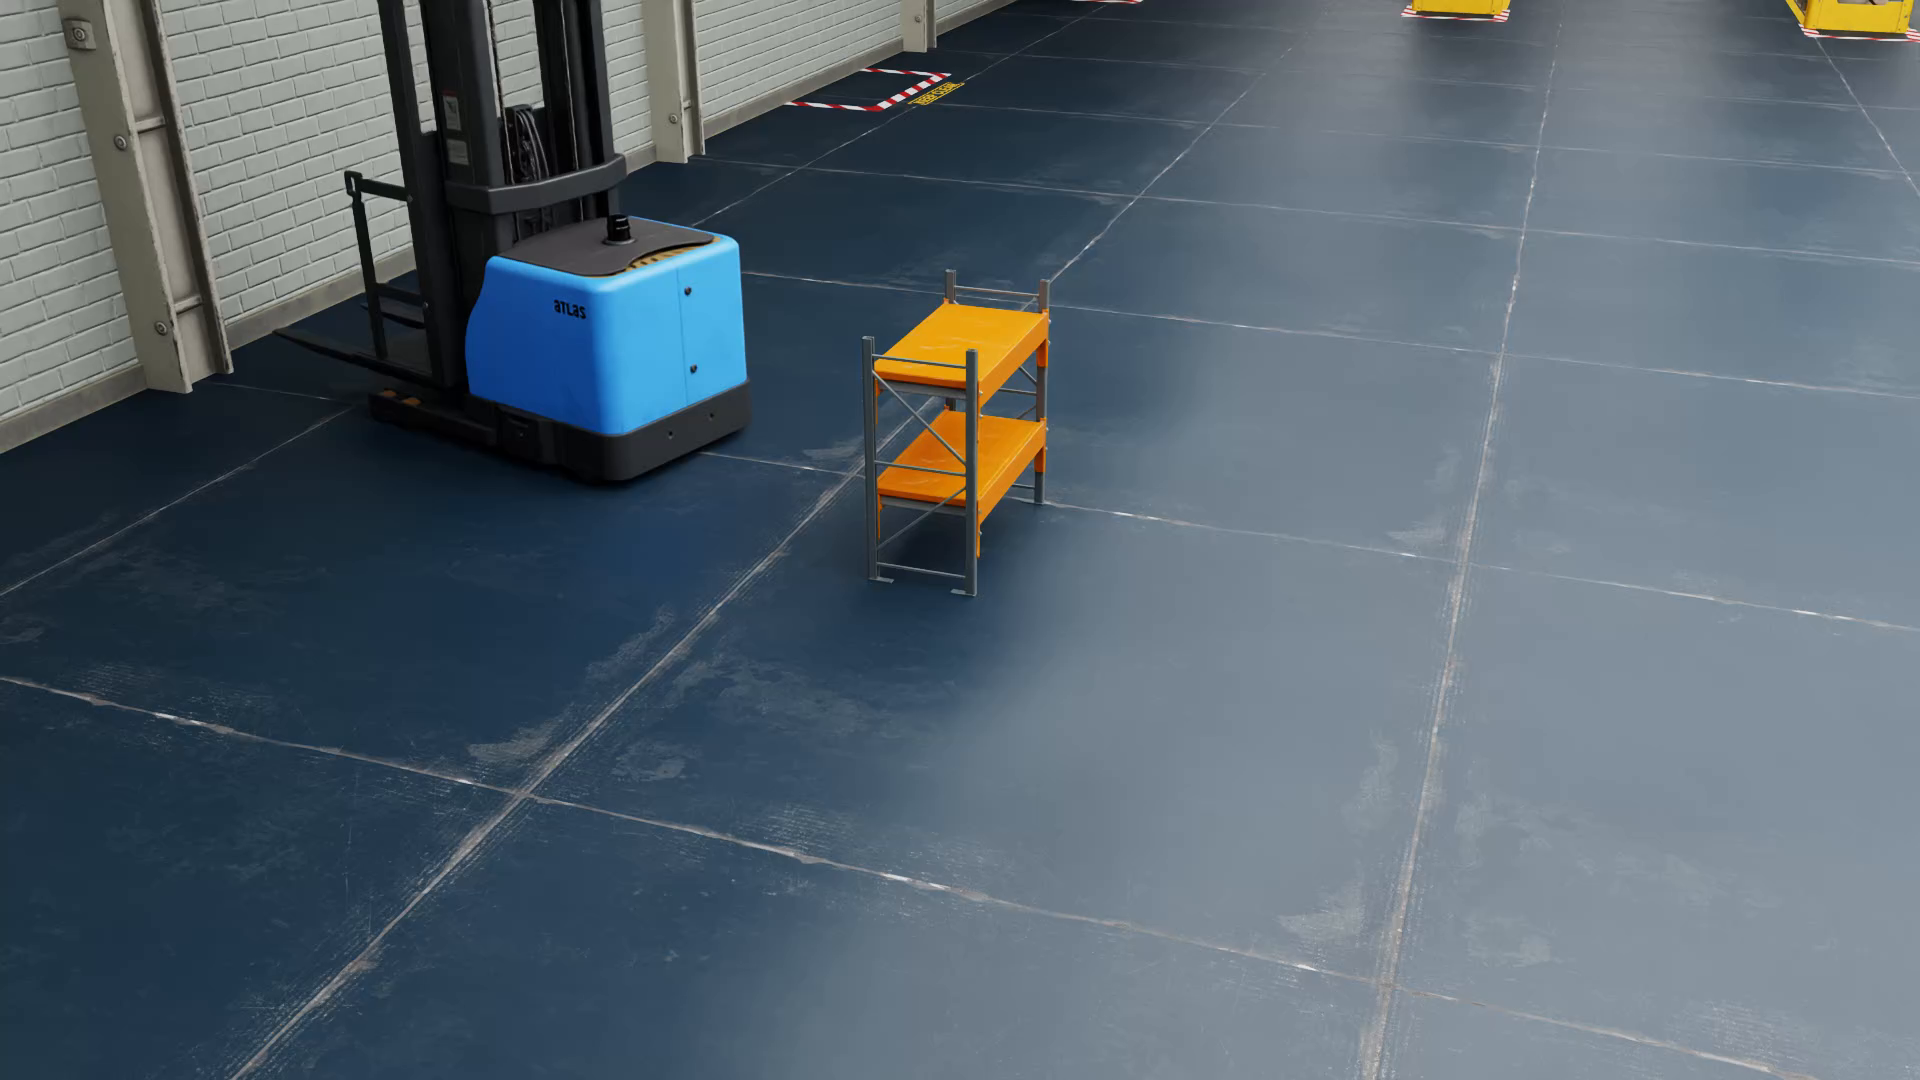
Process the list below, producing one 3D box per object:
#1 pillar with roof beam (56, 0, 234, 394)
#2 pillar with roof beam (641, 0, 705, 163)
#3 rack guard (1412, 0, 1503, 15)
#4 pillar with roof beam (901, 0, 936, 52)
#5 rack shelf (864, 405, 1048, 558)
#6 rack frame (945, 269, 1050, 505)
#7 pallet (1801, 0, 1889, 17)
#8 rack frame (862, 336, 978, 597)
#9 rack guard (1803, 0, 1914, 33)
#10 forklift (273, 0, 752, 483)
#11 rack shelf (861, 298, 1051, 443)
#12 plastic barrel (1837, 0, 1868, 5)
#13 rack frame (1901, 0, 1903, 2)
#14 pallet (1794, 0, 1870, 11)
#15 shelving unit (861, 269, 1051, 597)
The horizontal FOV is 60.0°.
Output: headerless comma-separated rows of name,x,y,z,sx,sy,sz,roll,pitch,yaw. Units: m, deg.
pillar with roof beam,-0.427,-4.363,6.436,9.100,9.000,0.400,9,27,17
pillar with roof beam,1.569,-6.829,11.528,9.100,9.000,0.400,9,27,17
rack guard,6.750,-7.420,22.501,1.175,0.500,0.348,9,27,17
pillar with roof beam,3.566,-9.295,16.621,9.100,9.000,0.400,9,27,17
rack shelf,0.002,-0.289,7.617,0.538,0.278,1.000,9,27,17
rack frame,0.171,-0.718,7.942,0.500,1.125,0.032,9,27,17
pallet,11.684,-6.951,21.864,1.003,0.211,1.213,9,27,17
rack frame,-0.167,-0.300,7.079,0.500,1.125,0.032,9,27,17
rack guard,11.409,-6.748,21.113,1.175,0.500,0.348,9,27,17
forklift,-2.612,-2.091,8.705,3.031,2.935,1.130,17,31,31
rack shelf,0.002,-0.772,7.383,0.538,0.278,1.000,9,27,17
plastic barrel,11.575,-7.186,21.522,0.421,0.512,0.421,0,26,0
rack frame,11.428,-7.835,20.489,1.000,3.000,0.127,9,27,17
pallet,12.092,-7.450,22.896,1.003,0.211,1.213,9,27,17
shelving unit,0.002,-0.509,7.511,0.538,1.125,1.048,9,27,17
